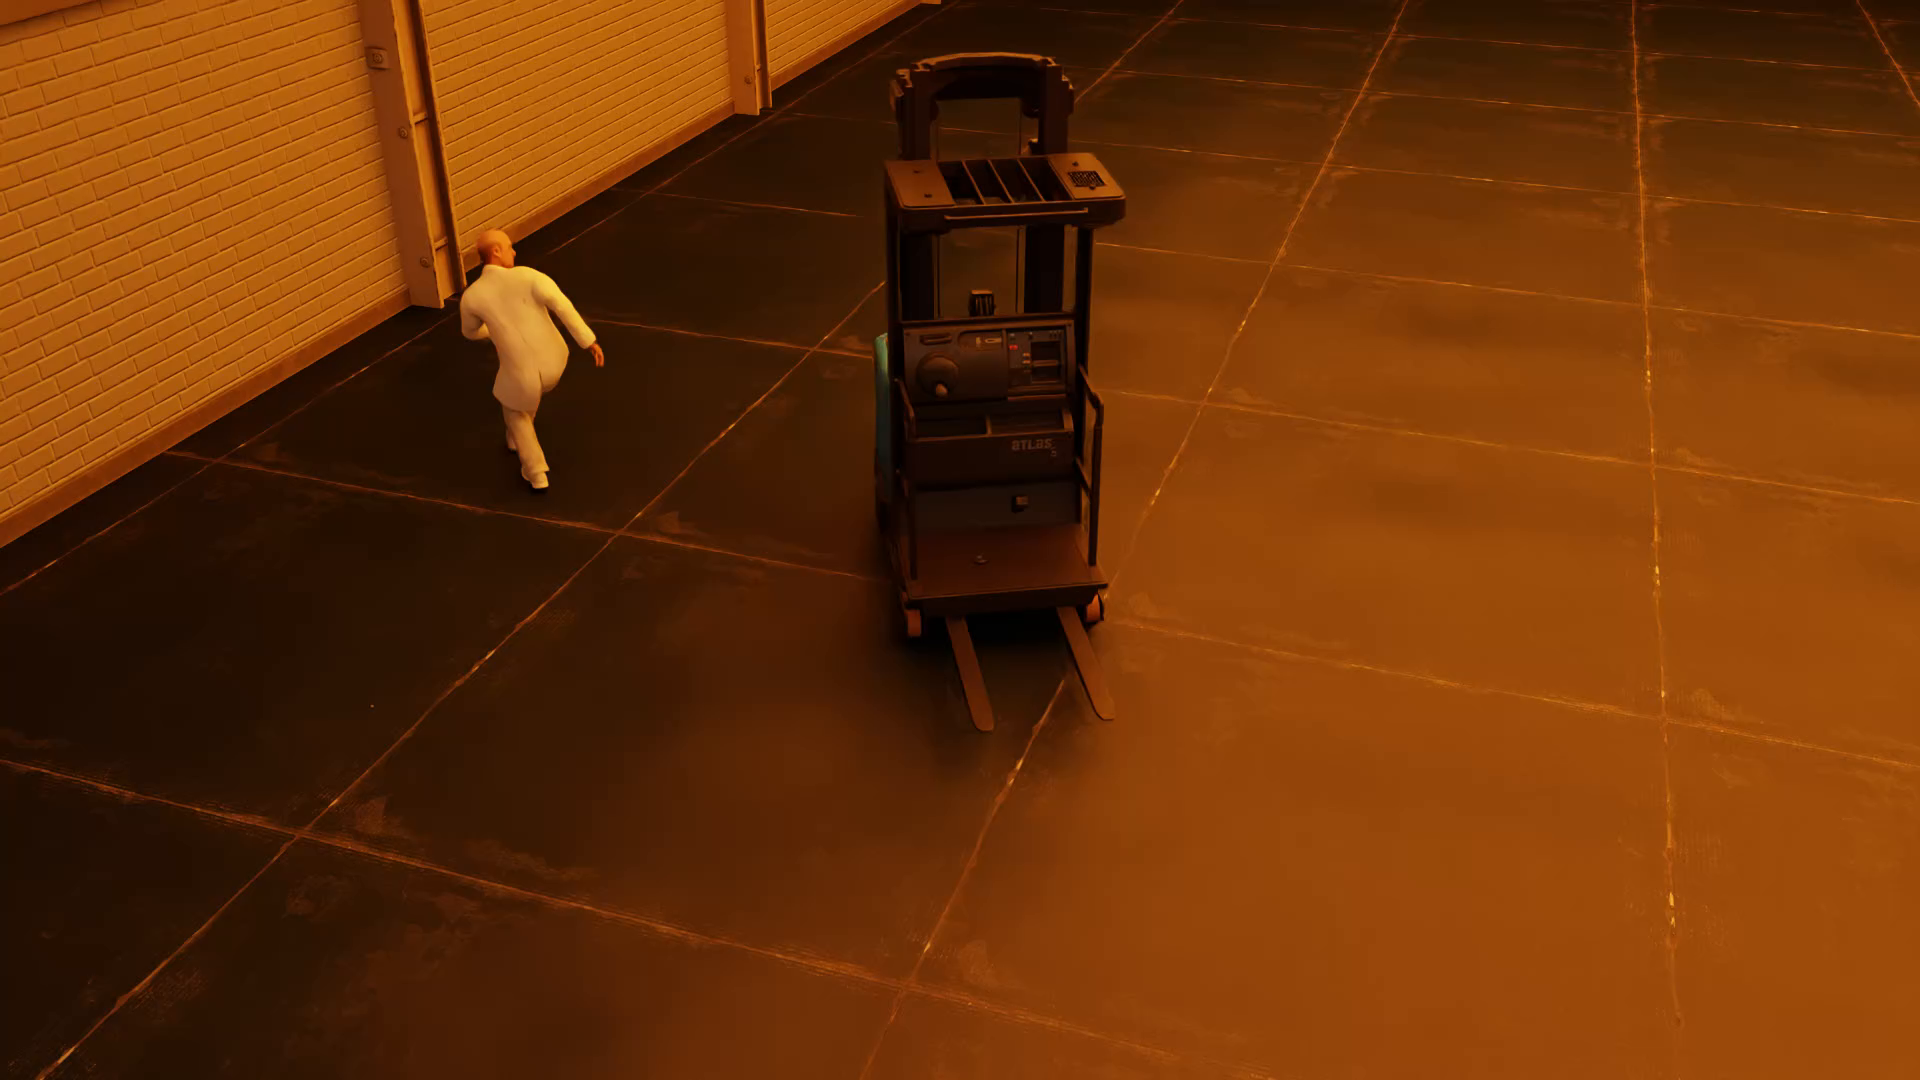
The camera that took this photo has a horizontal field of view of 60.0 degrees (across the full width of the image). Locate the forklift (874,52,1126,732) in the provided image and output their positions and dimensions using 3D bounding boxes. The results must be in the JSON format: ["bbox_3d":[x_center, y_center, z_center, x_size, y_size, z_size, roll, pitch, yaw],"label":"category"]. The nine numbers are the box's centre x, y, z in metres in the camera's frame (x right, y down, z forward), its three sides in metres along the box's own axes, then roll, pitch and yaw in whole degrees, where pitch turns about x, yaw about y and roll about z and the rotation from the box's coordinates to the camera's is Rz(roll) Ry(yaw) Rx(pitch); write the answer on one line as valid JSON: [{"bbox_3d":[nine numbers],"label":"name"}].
[{"bbox_3d":[0.194,-0.922,8.755,1.130,2.935,3.031,-4,30,-8],"label":"forklift"}]

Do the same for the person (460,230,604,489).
[{"bbox_3d":[-2.724,-1.207,10.572,0.808,1.617,0.831,-10,31,-17],"label":"person"}]
